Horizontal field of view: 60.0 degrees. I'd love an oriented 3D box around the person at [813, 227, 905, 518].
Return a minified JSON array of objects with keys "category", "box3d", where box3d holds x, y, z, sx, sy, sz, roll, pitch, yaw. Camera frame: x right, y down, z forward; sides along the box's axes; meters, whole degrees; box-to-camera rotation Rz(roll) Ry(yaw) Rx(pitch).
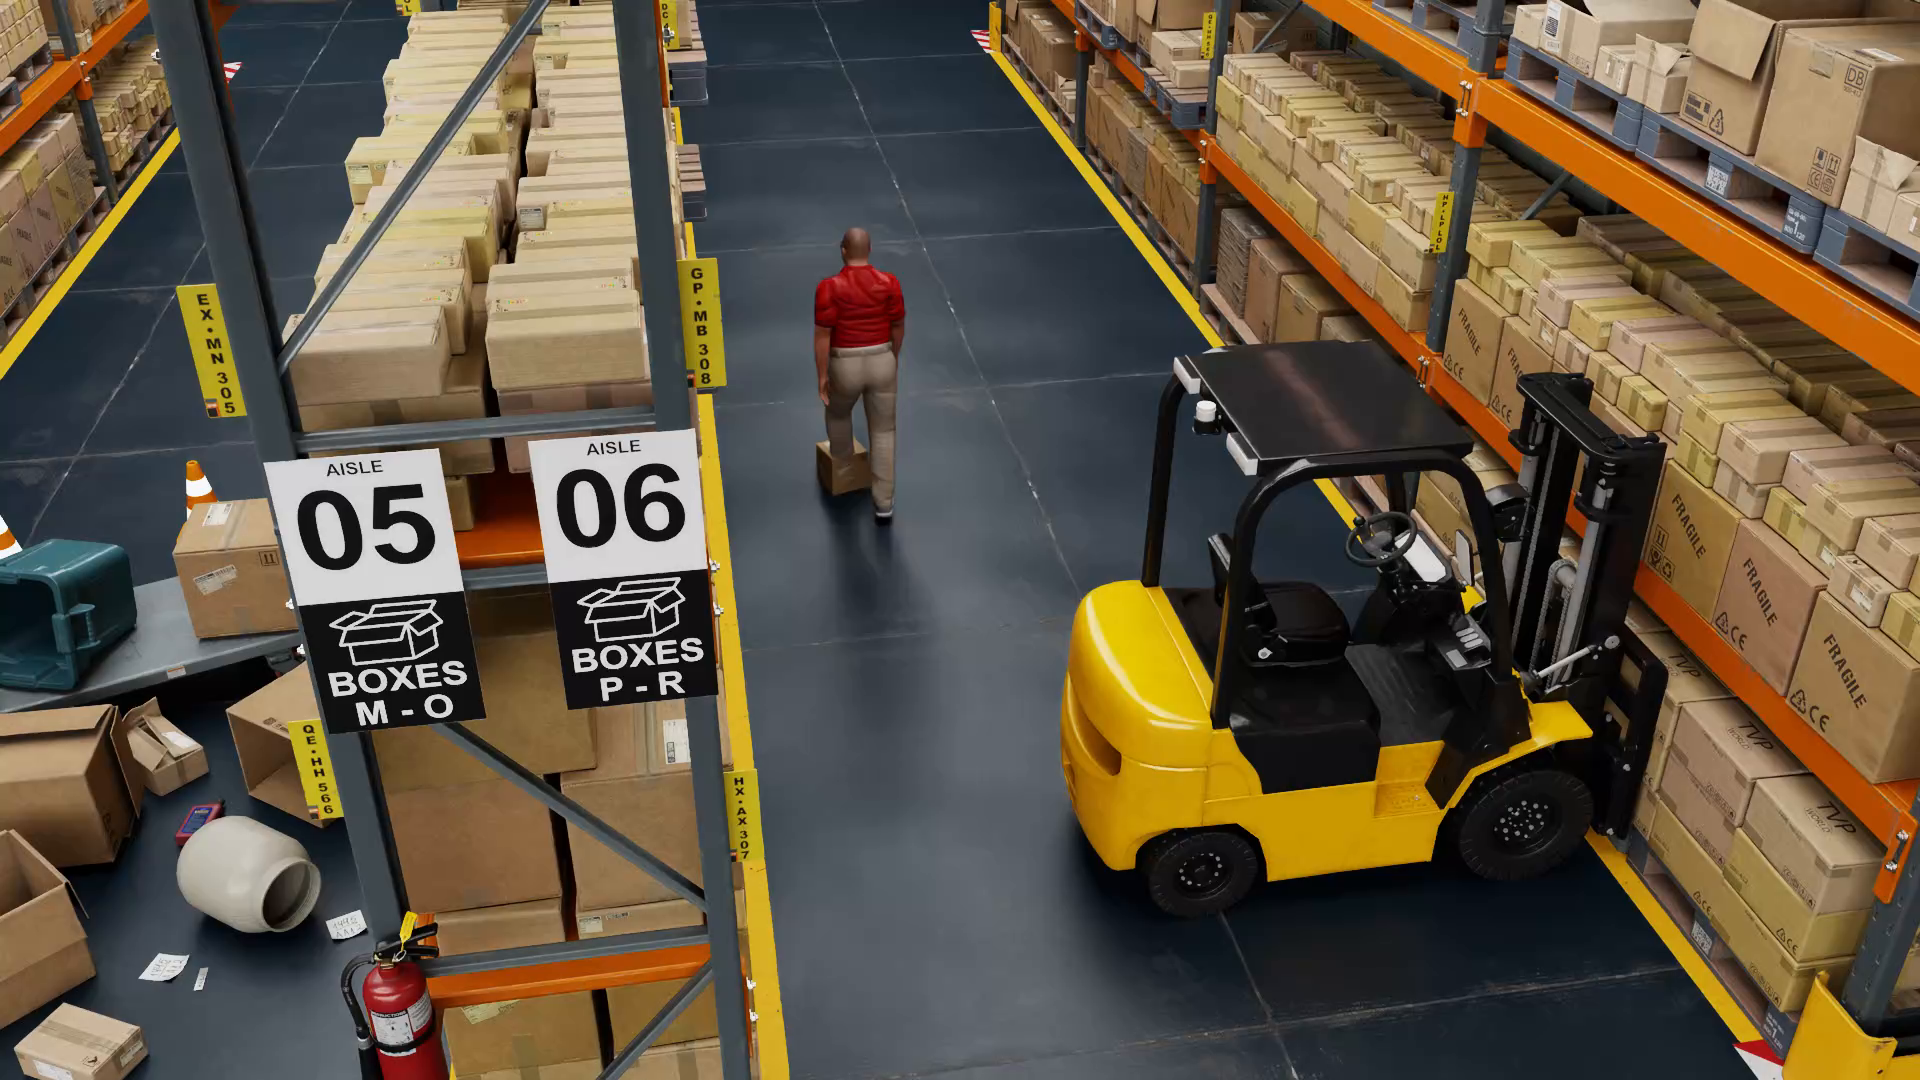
[{"category":"person","box3d":[-0.593,-0.999,9.901,0.558,1.766,0.832,-5,31,-9]}]
